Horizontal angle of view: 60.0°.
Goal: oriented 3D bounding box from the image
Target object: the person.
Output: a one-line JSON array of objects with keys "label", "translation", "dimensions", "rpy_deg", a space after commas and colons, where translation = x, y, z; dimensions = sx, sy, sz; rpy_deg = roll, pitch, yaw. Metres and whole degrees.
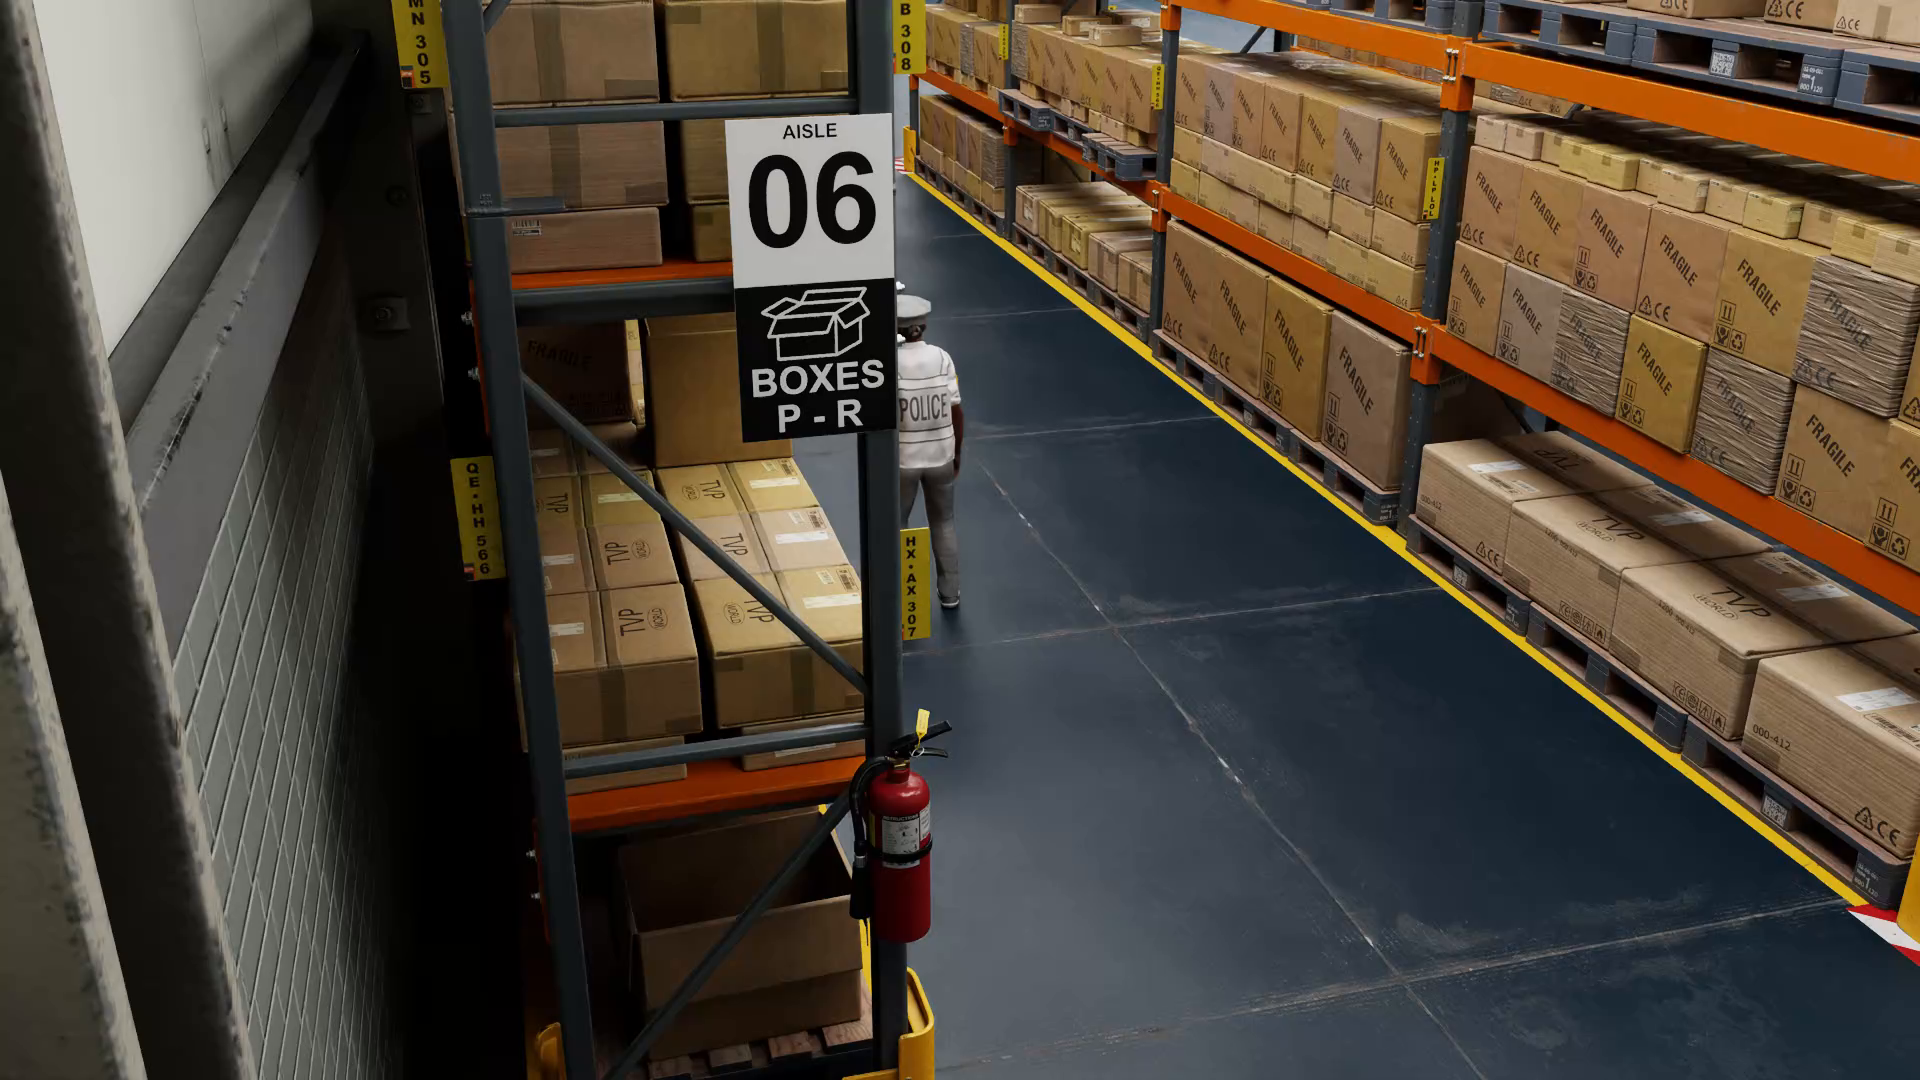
[{"label": "person", "translation": [-0.219, -0.412, 8.565], "dimensions": [0.505, 1.658, 0.395], "rpy_deg": [-7, 24, -16]}]
